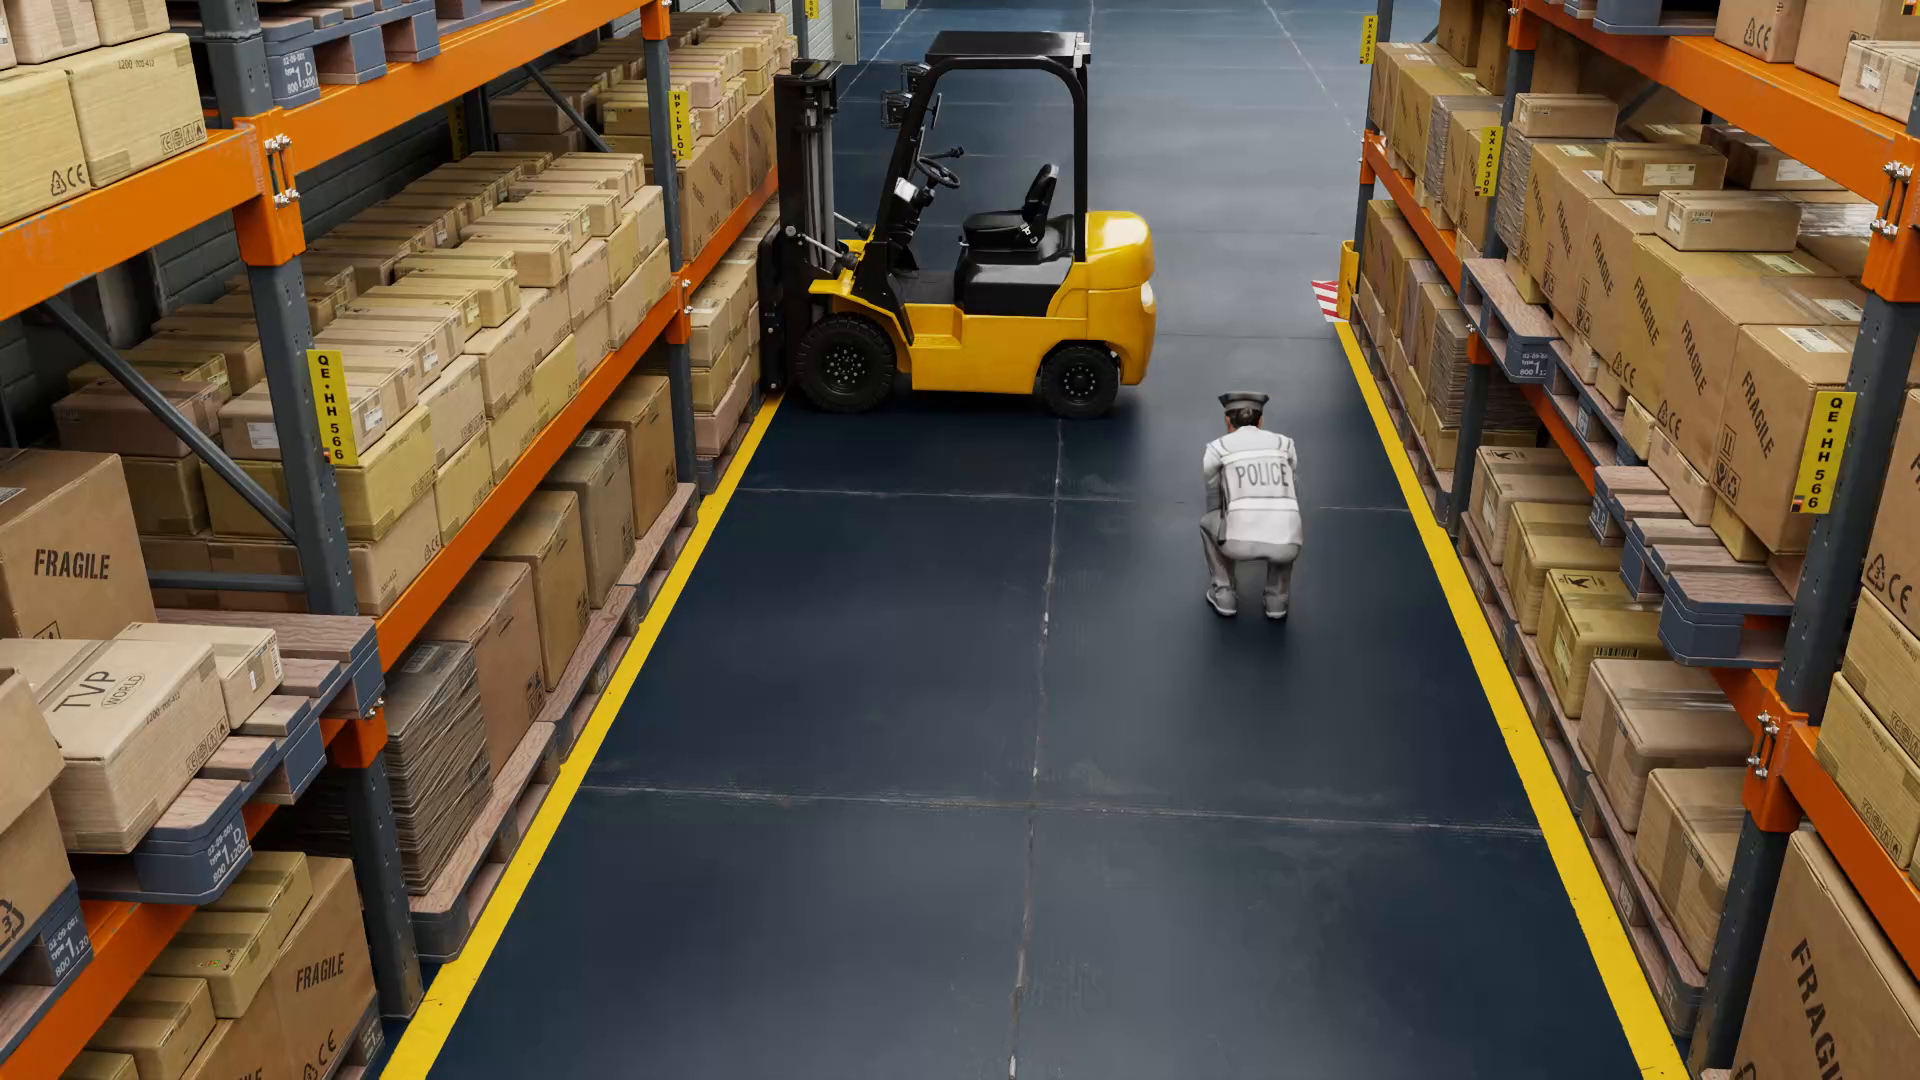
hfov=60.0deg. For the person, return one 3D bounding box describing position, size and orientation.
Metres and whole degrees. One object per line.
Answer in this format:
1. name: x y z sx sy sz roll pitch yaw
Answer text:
1. person: 1.375 -0.180 7.837 0.468 0.979 0.837 1 25 3
